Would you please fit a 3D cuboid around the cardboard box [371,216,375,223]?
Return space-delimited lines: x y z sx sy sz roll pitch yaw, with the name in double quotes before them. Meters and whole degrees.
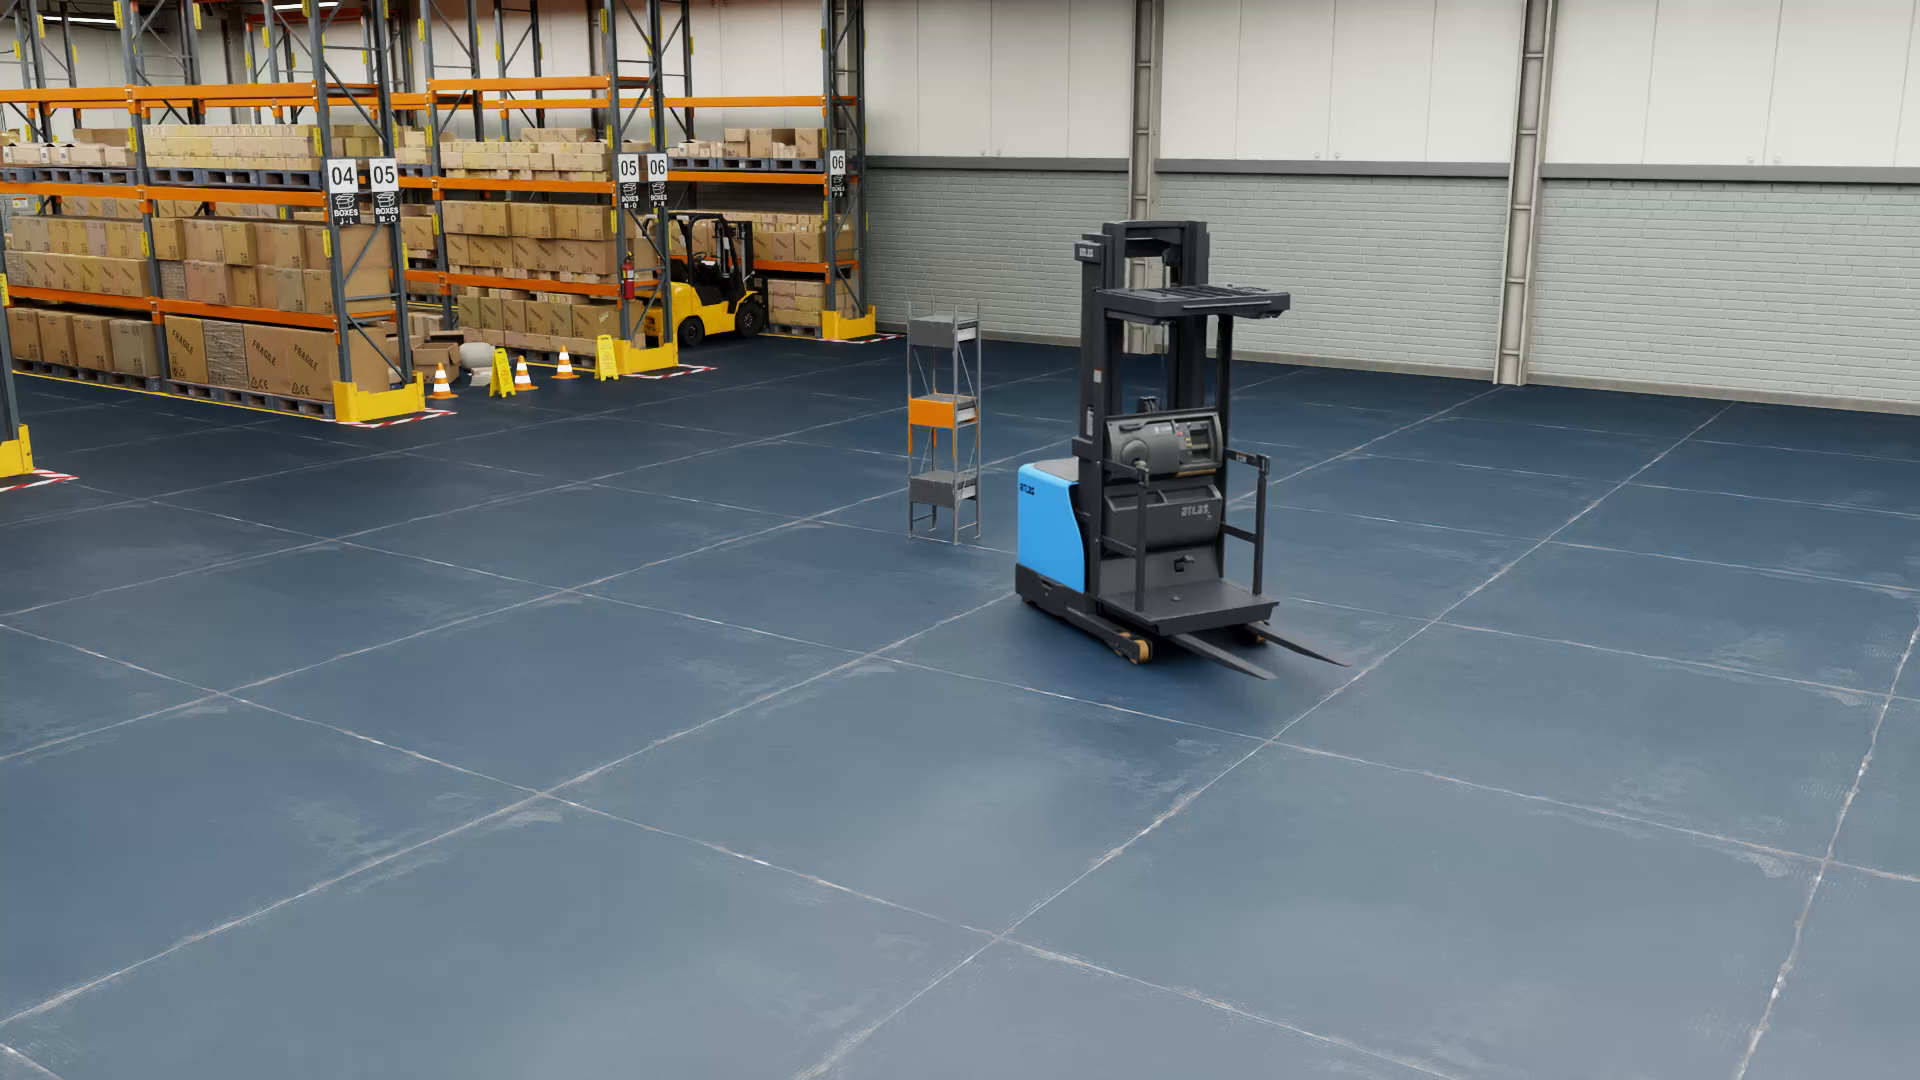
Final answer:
"cardboard box" -9.407 -5.141 27.646 0.500 0.500 0.500 10 17 35

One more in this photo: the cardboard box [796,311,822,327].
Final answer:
"cardboard box" -2.538 -3.914 29.240 0.500 0.250 0.500 9 17 33

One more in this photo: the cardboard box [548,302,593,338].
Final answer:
"cardboard box" -5.984 -3.413 25.654 0.500 0.500 0.500 10 17 35

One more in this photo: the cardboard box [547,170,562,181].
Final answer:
"cardboard box" -6.024 -5.521 25.165 0.250 0.149 0.380 9 17 32

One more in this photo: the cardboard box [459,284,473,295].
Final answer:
"cardboard box" -9.926 -5.261 34.161 0.500 0.500 0.500 10 17 35

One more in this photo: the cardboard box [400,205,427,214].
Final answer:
"cardboard box" -9.210 -5.561 27.996 0.250 0.149 0.380 10 17 36

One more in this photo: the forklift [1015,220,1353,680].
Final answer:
"forklift" 1.544 -0.696 11.533 1.130 2.935 3.031 -7 16 -26

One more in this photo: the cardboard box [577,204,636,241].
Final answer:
"cardboard box" -5.285 -4.758 24.893 0.500 0.500 0.700 9 16 31

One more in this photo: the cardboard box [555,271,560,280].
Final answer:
"cardboard box" -6.006 -4.082 25.592 0.250 0.149 0.380 9 17 34

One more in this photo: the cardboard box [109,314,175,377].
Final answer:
"cardboard box" -11.302 -2.768 23.569 0.750 0.750 1.050 9 17 33

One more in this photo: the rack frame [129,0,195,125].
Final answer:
"rack frame" -14.696 -8.576 30.740 0.127 3.000 1.000 9 17 33

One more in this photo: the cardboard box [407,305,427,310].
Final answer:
"cardboard box" -9.671 -3.778 28.437 0.625 0.372 0.950 10 17 35

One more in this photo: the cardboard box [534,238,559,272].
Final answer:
"cardboard box" -6.169 -4.401 25.533 0.500 0.500 0.500 9 17 33

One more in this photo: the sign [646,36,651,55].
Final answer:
"sign" -5.584 -8.875 29.841 0.005 0.325 0.100 9 17 33

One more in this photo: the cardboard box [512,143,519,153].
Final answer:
"cardboard box" -6.643 -6.013 25.492 0.250 0.149 0.380 10 17 34

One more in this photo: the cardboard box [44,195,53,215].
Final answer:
"cardboard box" -17.776 -6.613 33.006 0.500 0.500 0.500 9 16 32

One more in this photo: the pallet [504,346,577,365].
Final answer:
"pallet" -6.465 -2.991 26.466 1.213 0.211 1.003 9 17 33

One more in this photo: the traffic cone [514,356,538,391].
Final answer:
"traffic cone" -6.153 -2.357 23.381 0.334 0.463 0.336 9 17 33

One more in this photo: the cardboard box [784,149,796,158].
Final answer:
"cardboard box" -2.829 -6.682 28.772 0.250 0.149 0.380 9 16 31

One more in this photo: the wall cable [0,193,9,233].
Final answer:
"wall cable" -21.925 -7.729 37.691 0.122 1.984 0.588 9 17 33

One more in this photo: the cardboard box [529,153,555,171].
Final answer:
"cardboard box" -6.164 -5.733 25.193 0.500 0.250 0.500 10 17 34

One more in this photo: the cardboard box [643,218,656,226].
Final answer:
"cardboard box" -5.698 -5.946 31.043 0.250 0.149 0.380 10 17 35

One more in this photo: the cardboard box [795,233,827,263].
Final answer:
"cardboard box" -2.527 -5.107 29.003 0.500 0.500 0.500 9 16 32

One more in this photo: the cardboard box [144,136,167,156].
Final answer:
"cardboard box" -10.488 -5.249 22.154 0.500 0.250 0.500 9 17 33

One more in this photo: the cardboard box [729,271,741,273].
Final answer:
"cardboard box" -4.346 -4.843 30.914 0.500 0.250 0.500 9 16 32

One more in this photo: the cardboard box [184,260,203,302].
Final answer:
"cardboard box" -9.955 -3.547 22.597 0.550 0.550 0.875 9 17 33

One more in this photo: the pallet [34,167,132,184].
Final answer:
"pallet" -12.563 -5.266 24.005 1.213 0.211 1.003 10 17 35

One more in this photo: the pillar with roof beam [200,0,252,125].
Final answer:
"pillar with roof beam" -19.385 -9.786 35.626 0.548 9.000 9.100 9 17 33

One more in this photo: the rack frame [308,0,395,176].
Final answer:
"rack frame" -7.418 -5.966 20.197 0.127 3.000 1.000 9 17 33

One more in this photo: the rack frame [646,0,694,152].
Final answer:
"rack frame" -5.291 -8.493 30.406 0.127 3.000 1.000 9 17 33

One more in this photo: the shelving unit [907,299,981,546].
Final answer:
"shelving unit" -0.137 -1.041 14.661 0.503 2.100 0.431 9 17 33

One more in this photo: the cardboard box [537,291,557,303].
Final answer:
"cardboard box" -6.316 -3.764 25.724 0.250 0.149 0.380 10 17 35

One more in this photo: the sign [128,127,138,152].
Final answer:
"sign" -11.032 -5.341 22.183 0.005 0.325 0.100 9 17 33

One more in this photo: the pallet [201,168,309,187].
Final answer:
"pallet" -9.056 -4.728 21.622 1.213 0.211 1.003 9 17 33

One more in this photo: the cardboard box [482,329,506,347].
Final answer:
"cardboard box" -7.270 -3.258 26.590 0.500 0.250 0.500 10 17 36

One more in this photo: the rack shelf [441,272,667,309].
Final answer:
"rack shelf" -6.399 -3.974 26.130 4.000 0.370 1.077 9 17 33

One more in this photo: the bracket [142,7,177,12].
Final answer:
"bracket" -19.843 -12.751 40.114 5.218 0.066 0.076 9 17 33

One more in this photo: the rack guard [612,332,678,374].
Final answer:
"rack guard" -4.802 -2.851 25.302 0.348 0.500 1.175 9 17 33

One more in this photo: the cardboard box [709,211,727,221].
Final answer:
"cardboard box" -4.321 -5.853 30.049 0.250 0.149 0.380 9 16 32

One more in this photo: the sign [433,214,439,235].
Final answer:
"sign" -8.365 -5.042 26.539 0.005 0.325 0.100 9 17 33

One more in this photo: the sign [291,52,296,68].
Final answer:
"sign" -14.922 -10.741 37.212 0.005 0.325 0.100 9 17 33

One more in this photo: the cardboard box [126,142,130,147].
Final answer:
"cardboard box" -15.405 -7.329 31.143 0.258 0.266 0.396 10 17 35

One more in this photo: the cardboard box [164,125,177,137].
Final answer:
"cardboard box" -10.202 -5.380 21.851 0.250 0.149 0.380 9 17 32

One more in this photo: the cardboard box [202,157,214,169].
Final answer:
"cardboard box" -9.567 -4.890 21.533 0.250 0.149 0.380 9 17 33

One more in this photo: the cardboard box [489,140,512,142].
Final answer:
"cardboard box" -9.061 -7.826 32.816 0.250 0.149 0.380 10 17 35

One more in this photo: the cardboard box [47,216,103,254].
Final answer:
"cardboard box" -12.842 -4.463 24.320 0.500 0.500 0.700 9 16 32

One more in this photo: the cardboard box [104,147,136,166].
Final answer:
"cardboard box" -11.412 -5.289 22.934 0.500 0.250 0.500 9 17 33

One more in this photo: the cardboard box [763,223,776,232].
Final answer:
"cardboard box" -3.273 -5.536 29.387 0.250 0.149 0.380 9 16 31

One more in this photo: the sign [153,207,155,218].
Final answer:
"sign" -15.005 -6.012 30.900 0.005 0.325 0.100 9 17 33

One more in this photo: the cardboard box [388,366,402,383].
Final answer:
"cardboard box" -8.283 -2.400 23.966 0.258 0.266 0.396 13 19 42

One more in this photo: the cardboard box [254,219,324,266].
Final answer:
"cardboard box" -8.601 -3.866 21.639 0.550 0.550 0.875 9 17 33

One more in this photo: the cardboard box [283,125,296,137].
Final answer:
"cardboard box" -8.093 -5.039 20.475 0.250 0.149 0.380 9 17 33
